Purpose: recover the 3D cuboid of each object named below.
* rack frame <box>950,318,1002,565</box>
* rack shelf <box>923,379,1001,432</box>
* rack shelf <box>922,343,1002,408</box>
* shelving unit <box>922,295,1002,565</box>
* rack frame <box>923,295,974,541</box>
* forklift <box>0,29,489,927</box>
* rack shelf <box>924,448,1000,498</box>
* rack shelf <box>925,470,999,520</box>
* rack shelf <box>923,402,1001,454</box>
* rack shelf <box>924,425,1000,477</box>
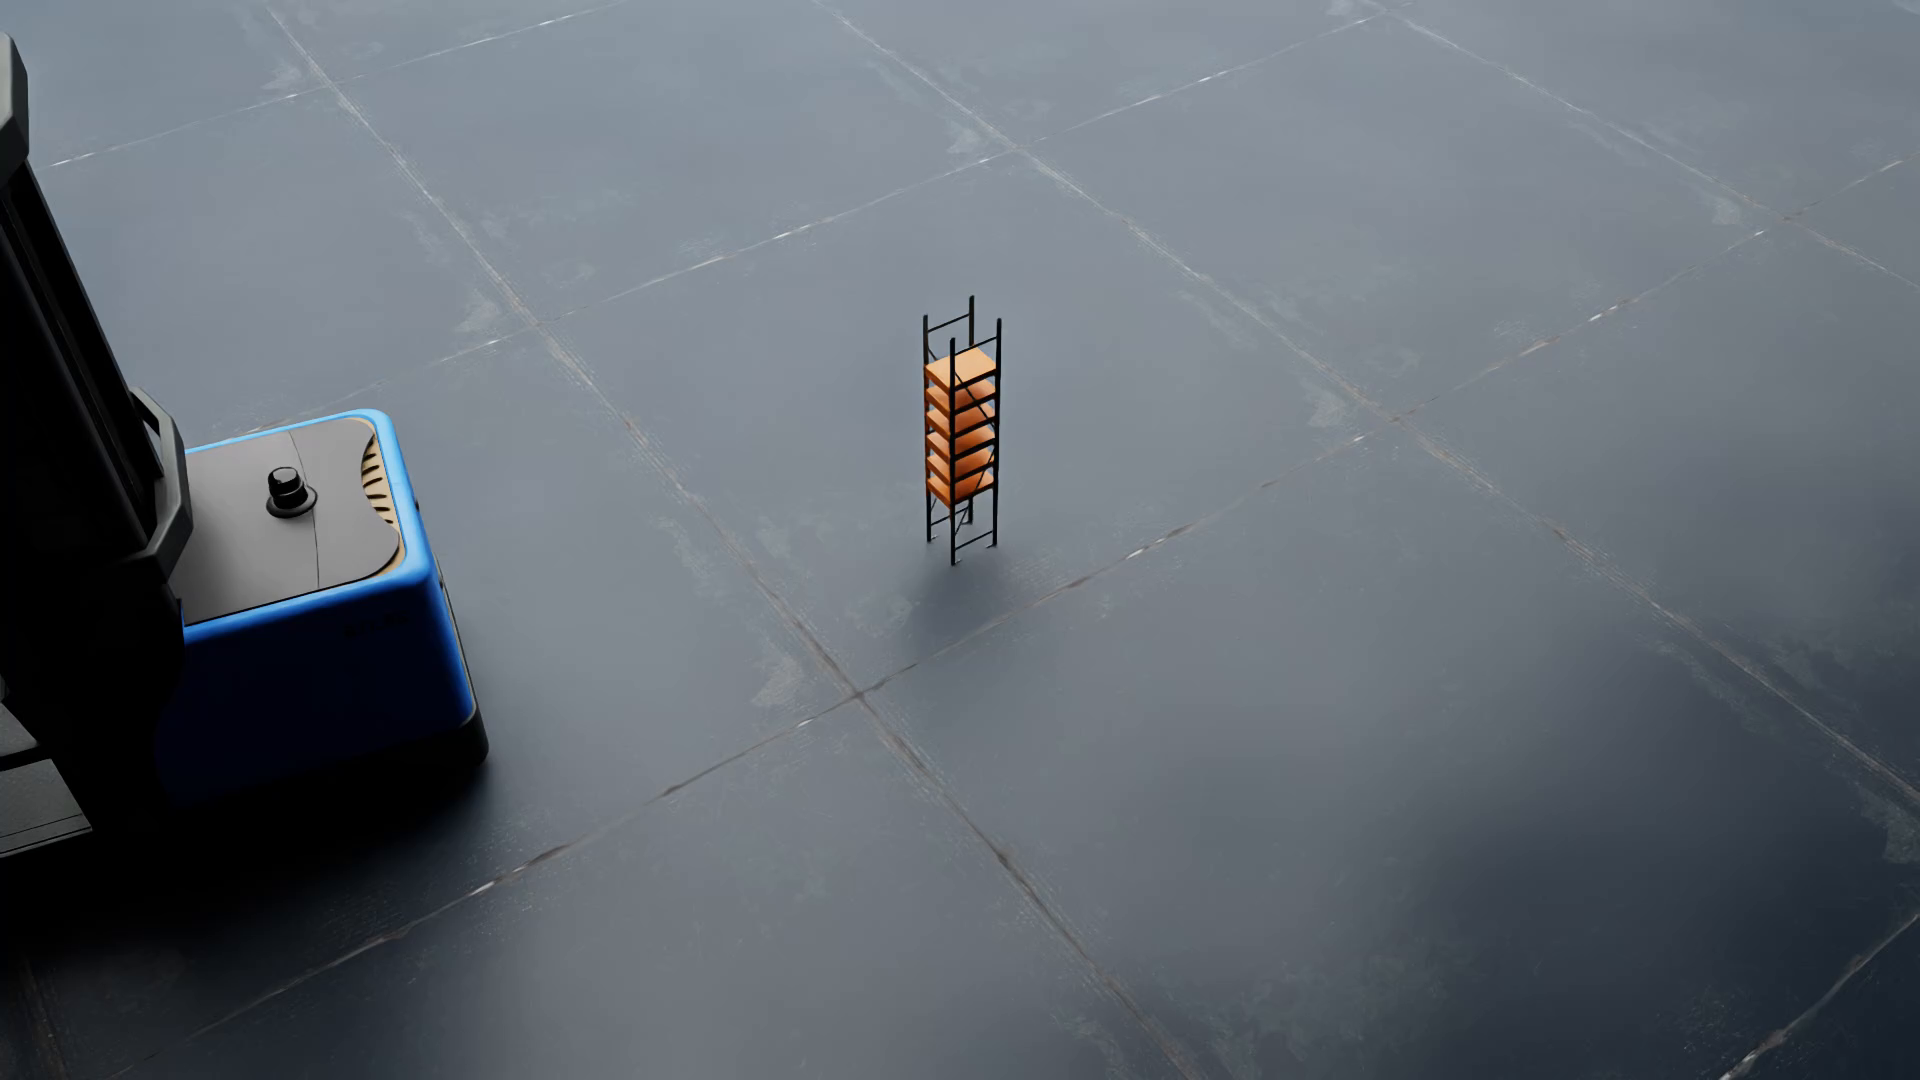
[{"bbox_3d":[0.061,-0.374,6.764,0.240,1.200,0.006,-26,49,-24],"label":"rack frame"},{"bbox_3d":[0.008,-0.567,6.683,0.258,0.103,0.180,-26,49,-24],"label":"rack shelf"},{"bbox_3d":[0.008,-0.654,6.600,0.258,0.103,0.180,-26,49,-24],"label":"rack shelf"},{"bbox_3d":[0.008,-0.426,6.818,0.258,1.200,0.189,-26,49,-24],"label":"shelving unit"},{"bbox_3d":[-0.044,-0.478,6.872,0.240,1.200,0.006,-26,49,-24],"label":"rack frame"},{"bbox_3d":[-3.353,-0.098,5.221,3.031,2.935,1.130,-16,46,-16],"label":"forklift"},{"bbox_3d":[0.008,-0.307,6.932,0.258,0.103,0.180,-26,49,-24],"label":"rack shelf"},{"bbox_3d":[0.008,-0.220,7.015,0.258,0.103,0.180,-26,49,-24],"label":"rack shelf"},{"bbox_3d":[0.008,-0.480,6.766,0.258,0.103,0.180,-26,49,-24],"label":"rack shelf"},{"bbox_3d":[0.008,-0.394,6.849,0.258,0.103,0.180,-26,49,-24],"label":"rack shelf"}]
